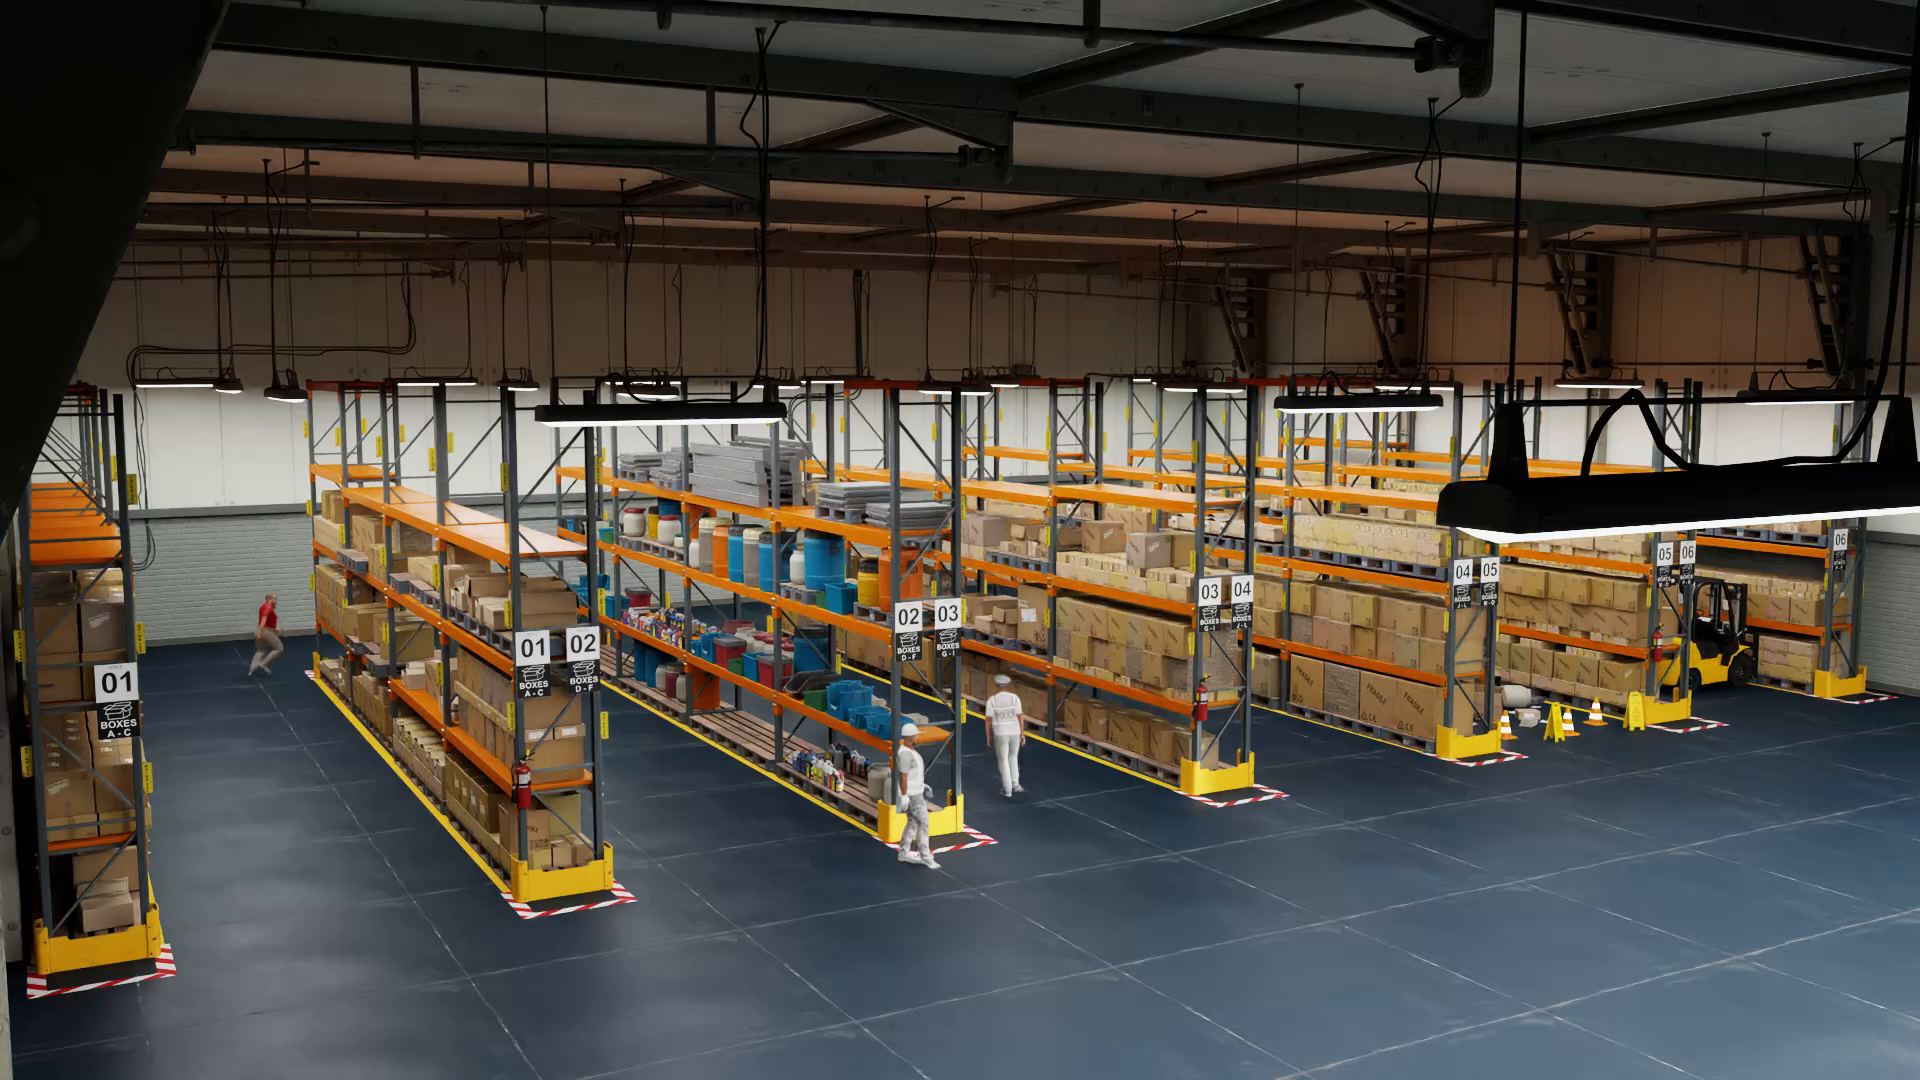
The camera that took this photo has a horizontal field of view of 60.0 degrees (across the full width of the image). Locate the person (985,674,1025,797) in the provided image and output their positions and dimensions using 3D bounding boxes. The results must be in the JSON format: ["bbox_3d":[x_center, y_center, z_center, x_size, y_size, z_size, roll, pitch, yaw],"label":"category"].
[{"bbox_3d":[0.655,2.862,24.371,0.565,1.770,0.513,-2,6,-16],"label":"person"}]

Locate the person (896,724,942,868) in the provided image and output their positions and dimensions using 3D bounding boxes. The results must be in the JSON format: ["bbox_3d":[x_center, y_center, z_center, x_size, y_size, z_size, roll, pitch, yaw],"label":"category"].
[{"bbox_3d":[-0.516,3.231,21.046,0.571,1.826,0.570,0,6,-3],"label":"person"}]

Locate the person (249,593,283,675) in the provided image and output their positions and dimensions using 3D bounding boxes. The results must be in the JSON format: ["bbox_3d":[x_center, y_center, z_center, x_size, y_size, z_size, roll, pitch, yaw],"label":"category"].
[{"bbox_3d":[-14.137,1.916,33.891,0.574,1.651,0.791,4,7,31],"label":"person"}]
